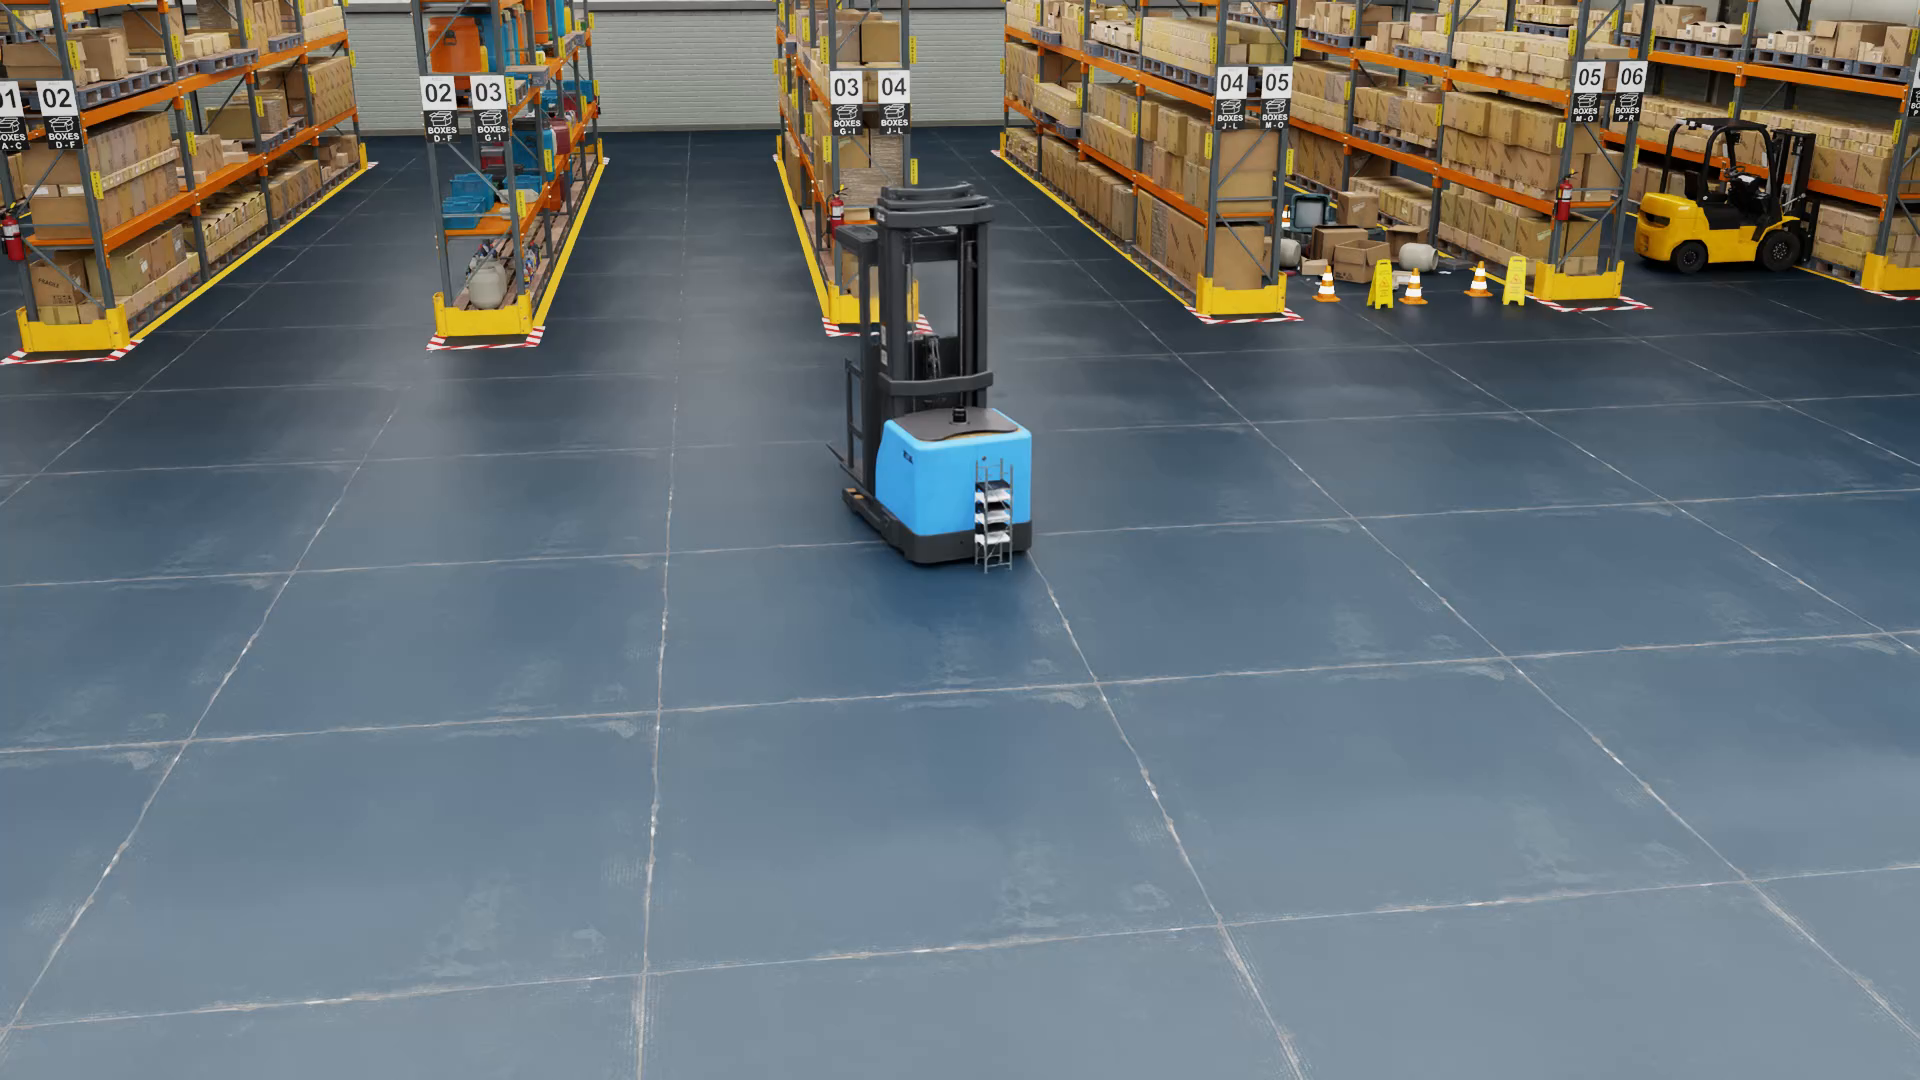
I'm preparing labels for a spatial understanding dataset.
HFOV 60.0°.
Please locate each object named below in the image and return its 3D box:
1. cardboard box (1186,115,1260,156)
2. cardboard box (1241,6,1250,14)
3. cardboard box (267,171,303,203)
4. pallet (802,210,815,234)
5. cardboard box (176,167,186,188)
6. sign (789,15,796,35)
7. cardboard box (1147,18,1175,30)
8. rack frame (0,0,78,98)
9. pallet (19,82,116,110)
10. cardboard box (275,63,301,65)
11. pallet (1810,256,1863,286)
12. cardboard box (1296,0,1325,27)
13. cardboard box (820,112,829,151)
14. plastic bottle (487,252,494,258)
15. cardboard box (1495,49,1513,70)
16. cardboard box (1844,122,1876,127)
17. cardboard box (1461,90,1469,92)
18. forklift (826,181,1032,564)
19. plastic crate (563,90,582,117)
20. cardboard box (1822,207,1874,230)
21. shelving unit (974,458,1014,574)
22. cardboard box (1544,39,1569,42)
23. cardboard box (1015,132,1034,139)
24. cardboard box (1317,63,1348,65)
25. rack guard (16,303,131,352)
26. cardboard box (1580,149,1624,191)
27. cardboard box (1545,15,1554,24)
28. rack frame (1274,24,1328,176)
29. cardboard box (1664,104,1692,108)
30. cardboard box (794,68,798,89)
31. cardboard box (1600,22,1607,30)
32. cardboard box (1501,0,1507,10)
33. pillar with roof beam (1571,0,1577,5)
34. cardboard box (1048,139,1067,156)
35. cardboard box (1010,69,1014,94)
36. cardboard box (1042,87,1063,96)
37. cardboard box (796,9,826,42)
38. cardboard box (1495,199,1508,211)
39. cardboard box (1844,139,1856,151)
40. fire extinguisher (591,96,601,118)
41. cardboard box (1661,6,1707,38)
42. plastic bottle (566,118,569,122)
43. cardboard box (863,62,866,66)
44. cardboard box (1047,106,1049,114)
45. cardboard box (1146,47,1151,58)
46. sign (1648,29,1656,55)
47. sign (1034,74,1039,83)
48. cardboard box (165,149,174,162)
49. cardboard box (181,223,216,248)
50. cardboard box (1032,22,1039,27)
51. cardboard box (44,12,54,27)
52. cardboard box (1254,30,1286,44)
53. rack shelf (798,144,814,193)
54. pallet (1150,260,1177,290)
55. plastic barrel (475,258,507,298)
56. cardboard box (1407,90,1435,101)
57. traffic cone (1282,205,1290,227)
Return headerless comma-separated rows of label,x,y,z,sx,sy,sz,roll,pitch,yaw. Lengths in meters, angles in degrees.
cardboard box,3.656,-5.609,23.189,0.875,0.550,0.550,-3,21,-8
cardboard box,6.295,-11.483,36.002,0.380,0.149,0.250,-2,21,-6
cardboard box,-12.103,-6.315,29.780,0.500,0.500,0.500,-4,21,-10
pallet,-2.176,-5.494,28.623,1.003,0.211,1.213,-3,21,-8
cardboard box,-11.629,-5.285,24.294,0.500,0.250,0.500,-2,21,-4
sign,-2.838,-8.730,28.163,0.100,0.325,0.005,-3,21,-8
cardboard box,2.966,-7.574,24.396,0.380,0.149,0.250,-3,21,-8
rack frame,-10.938,-6.613,19.060,1.000,3.000,0.127,-3,21,-8
pallet,-11.014,-5.412,20.259,1.003,0.211,1.213,-3,21,-8
cardboard box,-13.217,-9.160,32.883,0.500,0.500,0.500,-3,21,-8
pallet,13.432,-4.008,24.647,1.003,0.211,1.213,-3,21,-8
cardboard box,6.782,-10.284,32.434,0.500,0.500,0.500,-3,21,-9
cardboard box,-1.670,-5.653,23.067,0.500,0.500,0.500,-3,21,-8
plastic bottle,-6.766,-4.019,23.961,0.097,0.271,0.097,0,20,0
cardboard box,8.106,-6.967,24.084,0.500,0.250,0.500,-3,21,-7
cardboard box,13.552,-6.206,25.050,0.380,0.149,0.250,-3,21,-7
cardboard box,11.248,-9.808,36.548,0.380,0.149,0.250,-2,21,-7
forklift,-0.419,-1.662,14.476,1.130,2.935,3.031,-8,22,-20
plastic crate,-7.646,-8.585,32.739,0.402,0.464,0.583,-3,21,-8
cardboard box,13.129,-4.749,24.546,0.500,0.250,0.500,-3,21,-7
shelving unit,0.273,-0.194,13.450,0.258,0.900,0.210,-8,22,-20
cardboard box,8.634,-7.123,23.933,0.380,0.149,0.250,-2,21,-7
cardboard box,1.407,-8.732,35.933,0.380,0.149,0.250,-4,21,-10
cardboard box,7.337,-9.150,32.855,0.500,0.500,0.500,-3,21,-7
rack guard,-10.934,-2.623,20.524,1.175,0.500,0.348,-3,21,-8
cardboard box,8.878,-5.165,23.189,0.500,0.500,0.500,-3,21,-9
cardboard box,11.680,-10.173,32.494,0.380,0.149,0.250,-2,21,-6
rack frame,6.942,-8.955,33.906,1.000,3.000,0.127,-3,21,-8
cardboard box,12.514,-7.516,28.982,0.380,0.149,0.250,-3,21,-8
cardboard box,-2.764,-8.751,31.784,0.797,0.503,0.637,-3,21,-9
cardboard box,12.123,-9.545,30.842,0.380,0.149,0.250,-3,21,-9
cardboard box,11.543,-11.078,34.377,0.500,0.250,0.500,-3,21,-8
pillar with roof beam,8.385,-12.087,33.716,9.100,9.000,0.400,-3,21,-8
cardboard box,1.983,-7.594,32.162,0.500,0.250,0.500,-2,21,-6
cardboard box,1.376,-9.888,35.836,0.500,0.500,0.500,-3,21,-8
cardboard box,1.774,-8.597,31.855,0.380,0.149,0.250,-3,21,-8
cardboard box,-2.474,-8.581,27.759,0.500,0.500,0.500,-3,21,-7
cardboard box,8.110,-4.931,24.461,0.380,0.149,0.250,-2,21,-5
cardboard box,13.189,-5.775,24.321,0.380,0.149,0.250,-3,21,-8
fire extinguisher,-7.914,-9.455,35.887,0.296,0.674,0.183,-3,21,-8
cardboard box,12.440,-8.902,28.590,0.500,0.500,0.500,-2,21,-6
plastic bottle,-7.132,-7.525,30.243,0.061,0.283,0.133,-3,21,-8
cardboard box,-1.099,-6.381,22.372,0.380,0.149,0.250,-4,21,-10
cardboard box,1.854,-8.138,31.477,0.380,0.149,0.250,-3,21,-9
cardboard box,2.967,-7.199,24.533,0.380,0.149,0.250,-3,21,-8
sign,9.209,-6.642,22.177,0.100,0.325,0.005,-3,21,-8
sign,1.523,-9.046,32.912,0.100,0.325,0.005,-3,21,-8
cardboard box,-11.230,-5.369,23.234,0.380,0.149,0.250,-3,21,-9
cardboard box,-11.327,-4.514,24.544,0.500,0.311,0.500,-3,21,-8
cardboard box,1.721,-10.162,33.064,0.500,0.250,0.500,-2,21,-6
cardboard box,-17.548,-9.891,31.596,0.500,0.250,0.500,-3,21,-9
cardboard box,4.055,-6.552,21.661,0.380,0.149,0.250,-3,21,-7
rack shelf,-1.999,-6.041,27.131,1.077,0.370,4.000,-3,21,-8
pallet,3.423,-3.904,24.367,1.003,0.211,1.213,-3,21,-8
plastic barrel,-6.278,-3.480,22.201,0.421,0.512,0.421,0,20,0
cardboard box,7.630,-7.352,27.519,0.380,0.149,0.250,-4,21,-10
traffic cone,5.500,-5.406,28.028,0.336,0.463,0.334,-3,21,-8
